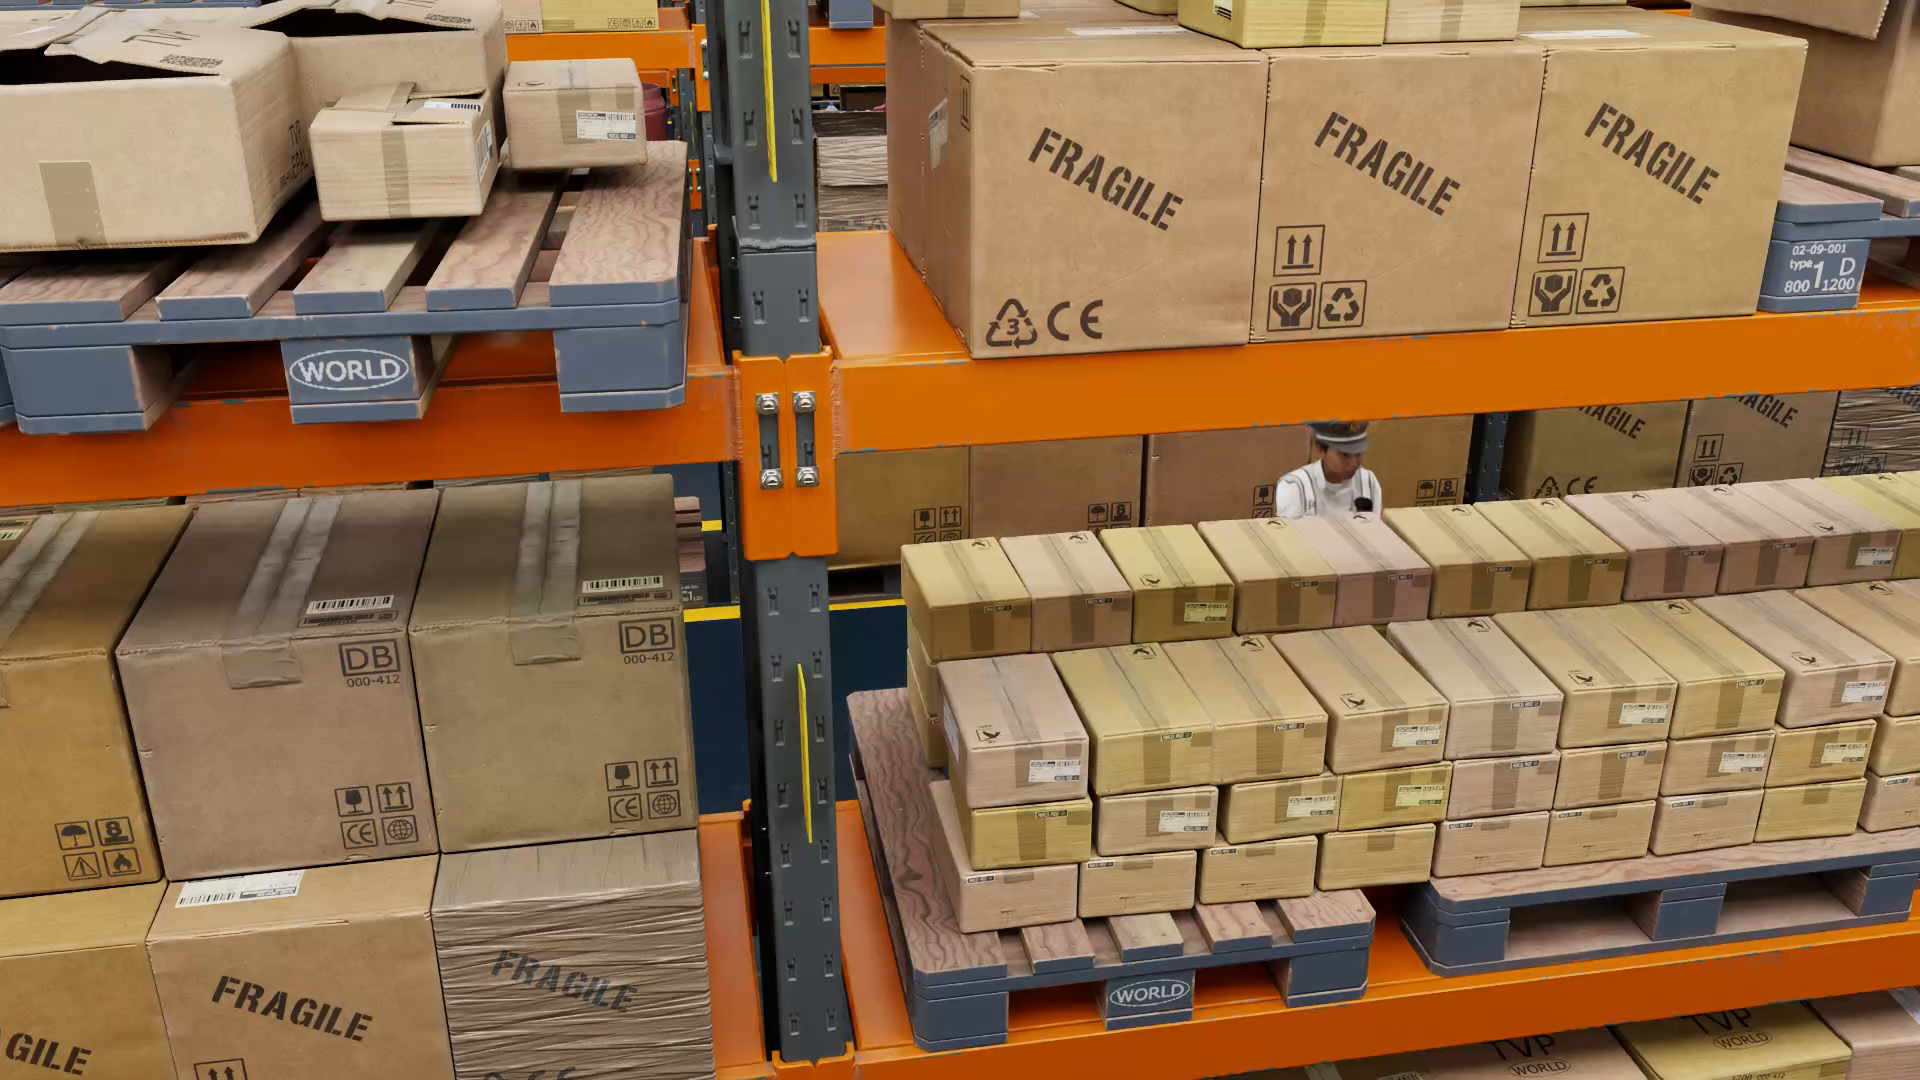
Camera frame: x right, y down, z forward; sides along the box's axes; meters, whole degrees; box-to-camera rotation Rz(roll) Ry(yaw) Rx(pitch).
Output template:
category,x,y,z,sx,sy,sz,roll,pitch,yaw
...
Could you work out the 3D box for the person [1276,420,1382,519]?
category,x,y,z,sx,sy,sz,roll,pitch,yaw
person,1.412,0.273,6.480,0.415,1.663,0.541,-5,24,-11
